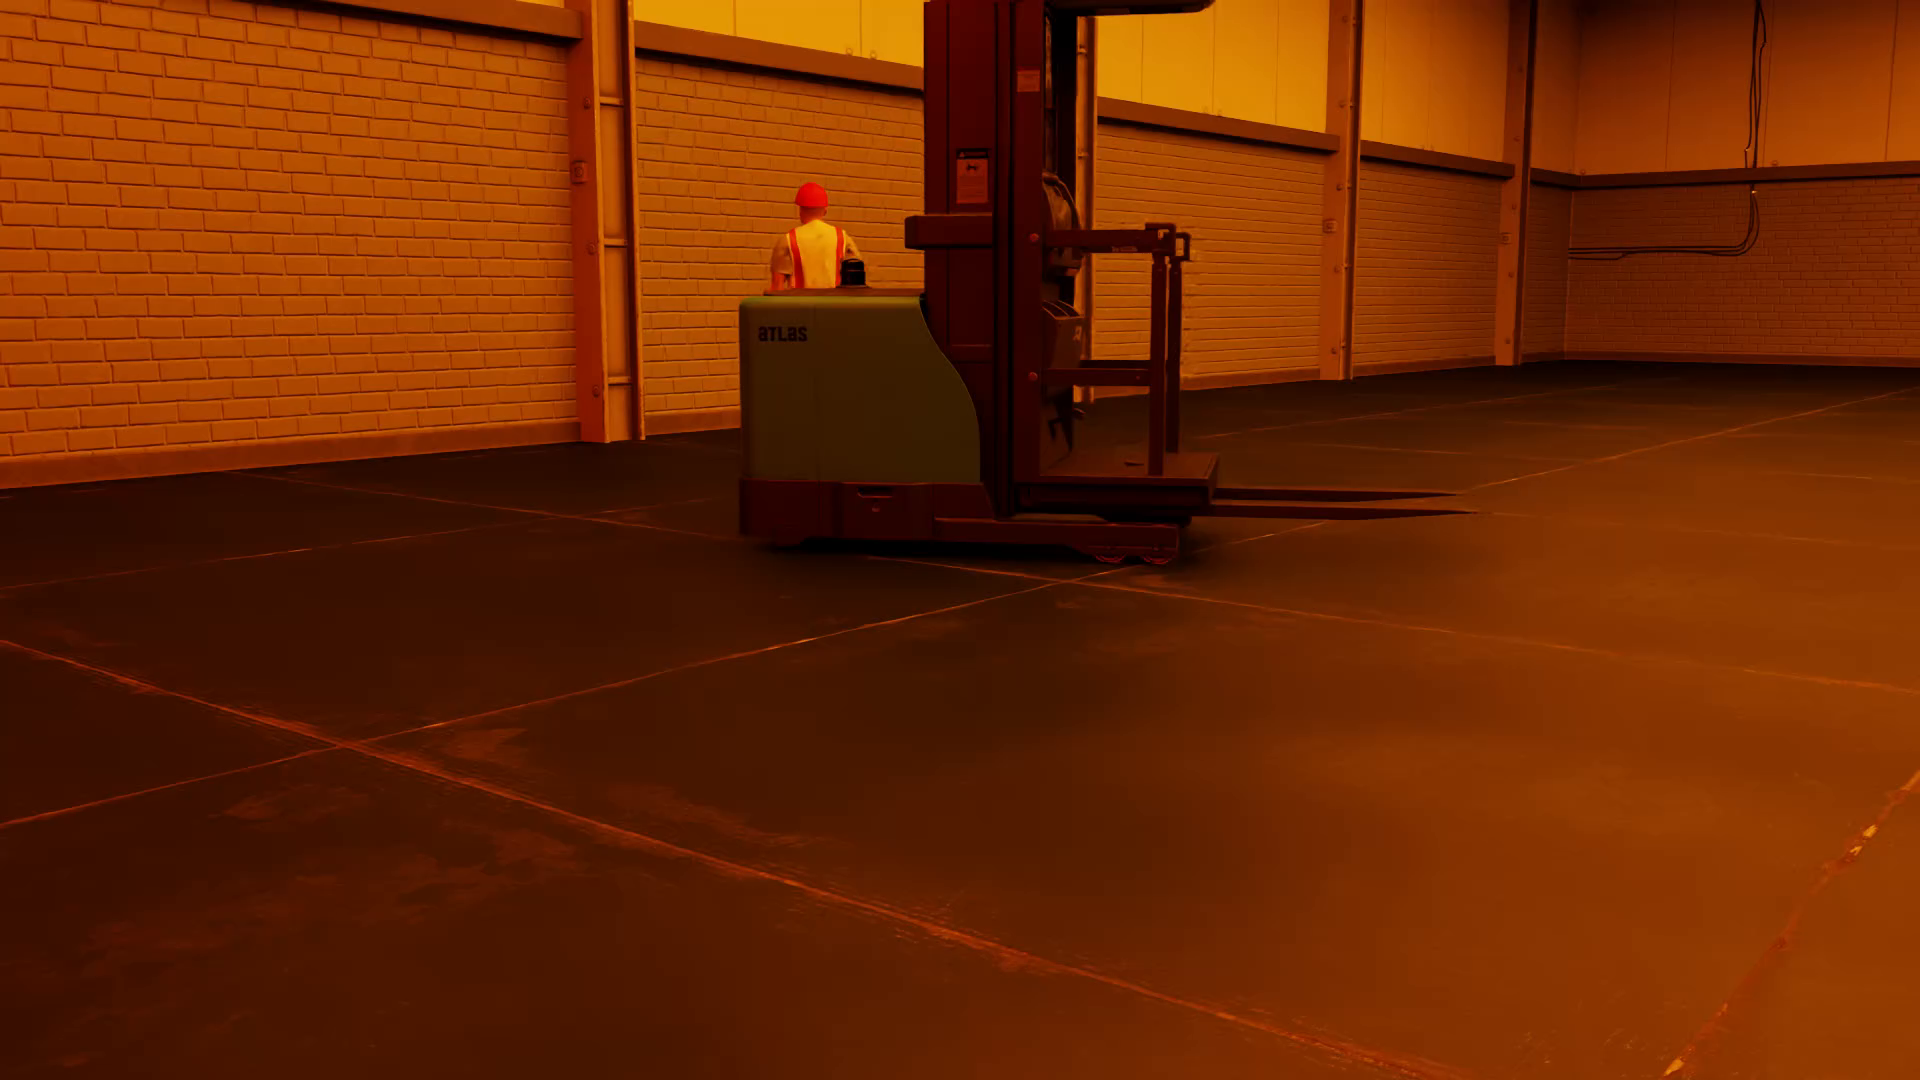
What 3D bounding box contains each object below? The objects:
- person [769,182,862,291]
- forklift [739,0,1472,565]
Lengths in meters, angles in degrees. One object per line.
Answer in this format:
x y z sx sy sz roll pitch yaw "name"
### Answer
-0.916 -1.351 10.578 0.631 1.811 0.500 -2 9 -13 "person"
0.624 -1.433 7.073 3.031 2.935 1.130 2 8 11 "forklift"
